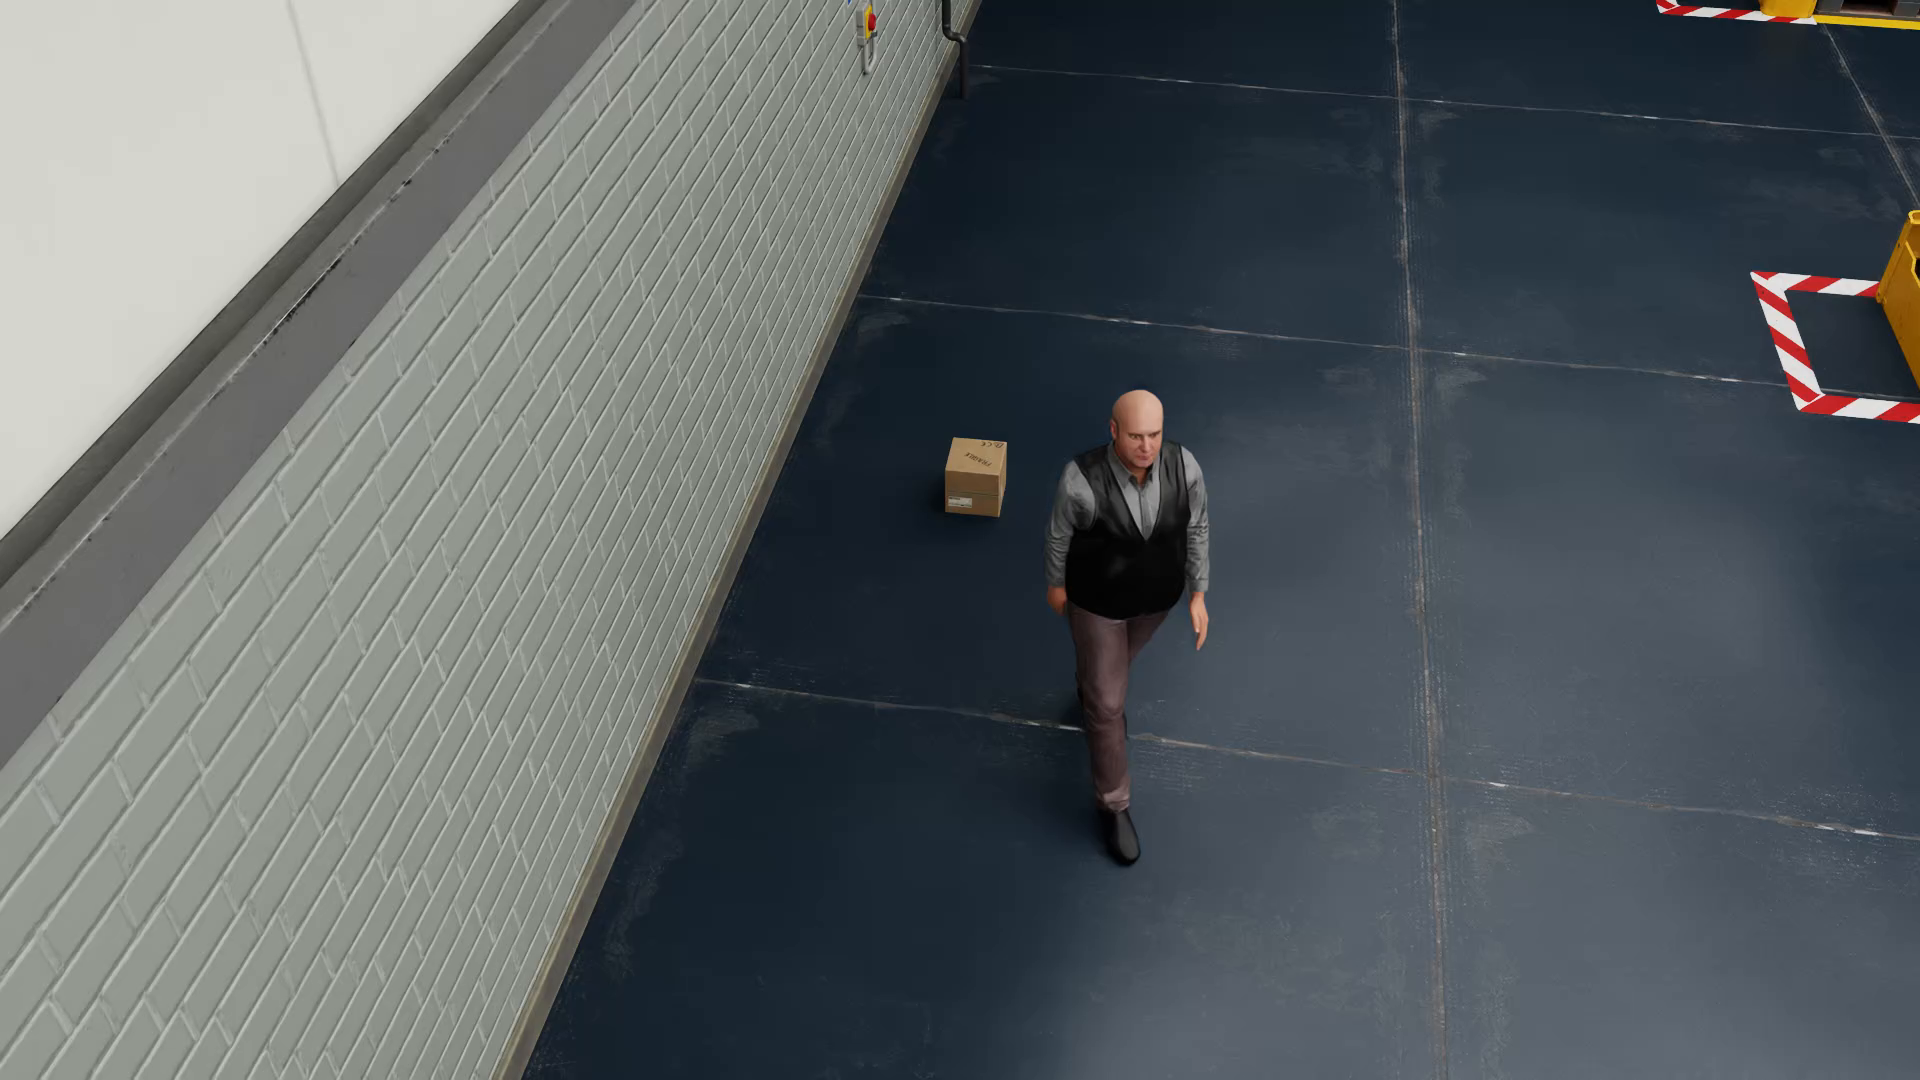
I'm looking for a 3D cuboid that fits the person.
[{"bbox_3d":[0.614,0.237,5.887,0.555,1.710,0.899,-13,42,-14],"label":"person"}]
